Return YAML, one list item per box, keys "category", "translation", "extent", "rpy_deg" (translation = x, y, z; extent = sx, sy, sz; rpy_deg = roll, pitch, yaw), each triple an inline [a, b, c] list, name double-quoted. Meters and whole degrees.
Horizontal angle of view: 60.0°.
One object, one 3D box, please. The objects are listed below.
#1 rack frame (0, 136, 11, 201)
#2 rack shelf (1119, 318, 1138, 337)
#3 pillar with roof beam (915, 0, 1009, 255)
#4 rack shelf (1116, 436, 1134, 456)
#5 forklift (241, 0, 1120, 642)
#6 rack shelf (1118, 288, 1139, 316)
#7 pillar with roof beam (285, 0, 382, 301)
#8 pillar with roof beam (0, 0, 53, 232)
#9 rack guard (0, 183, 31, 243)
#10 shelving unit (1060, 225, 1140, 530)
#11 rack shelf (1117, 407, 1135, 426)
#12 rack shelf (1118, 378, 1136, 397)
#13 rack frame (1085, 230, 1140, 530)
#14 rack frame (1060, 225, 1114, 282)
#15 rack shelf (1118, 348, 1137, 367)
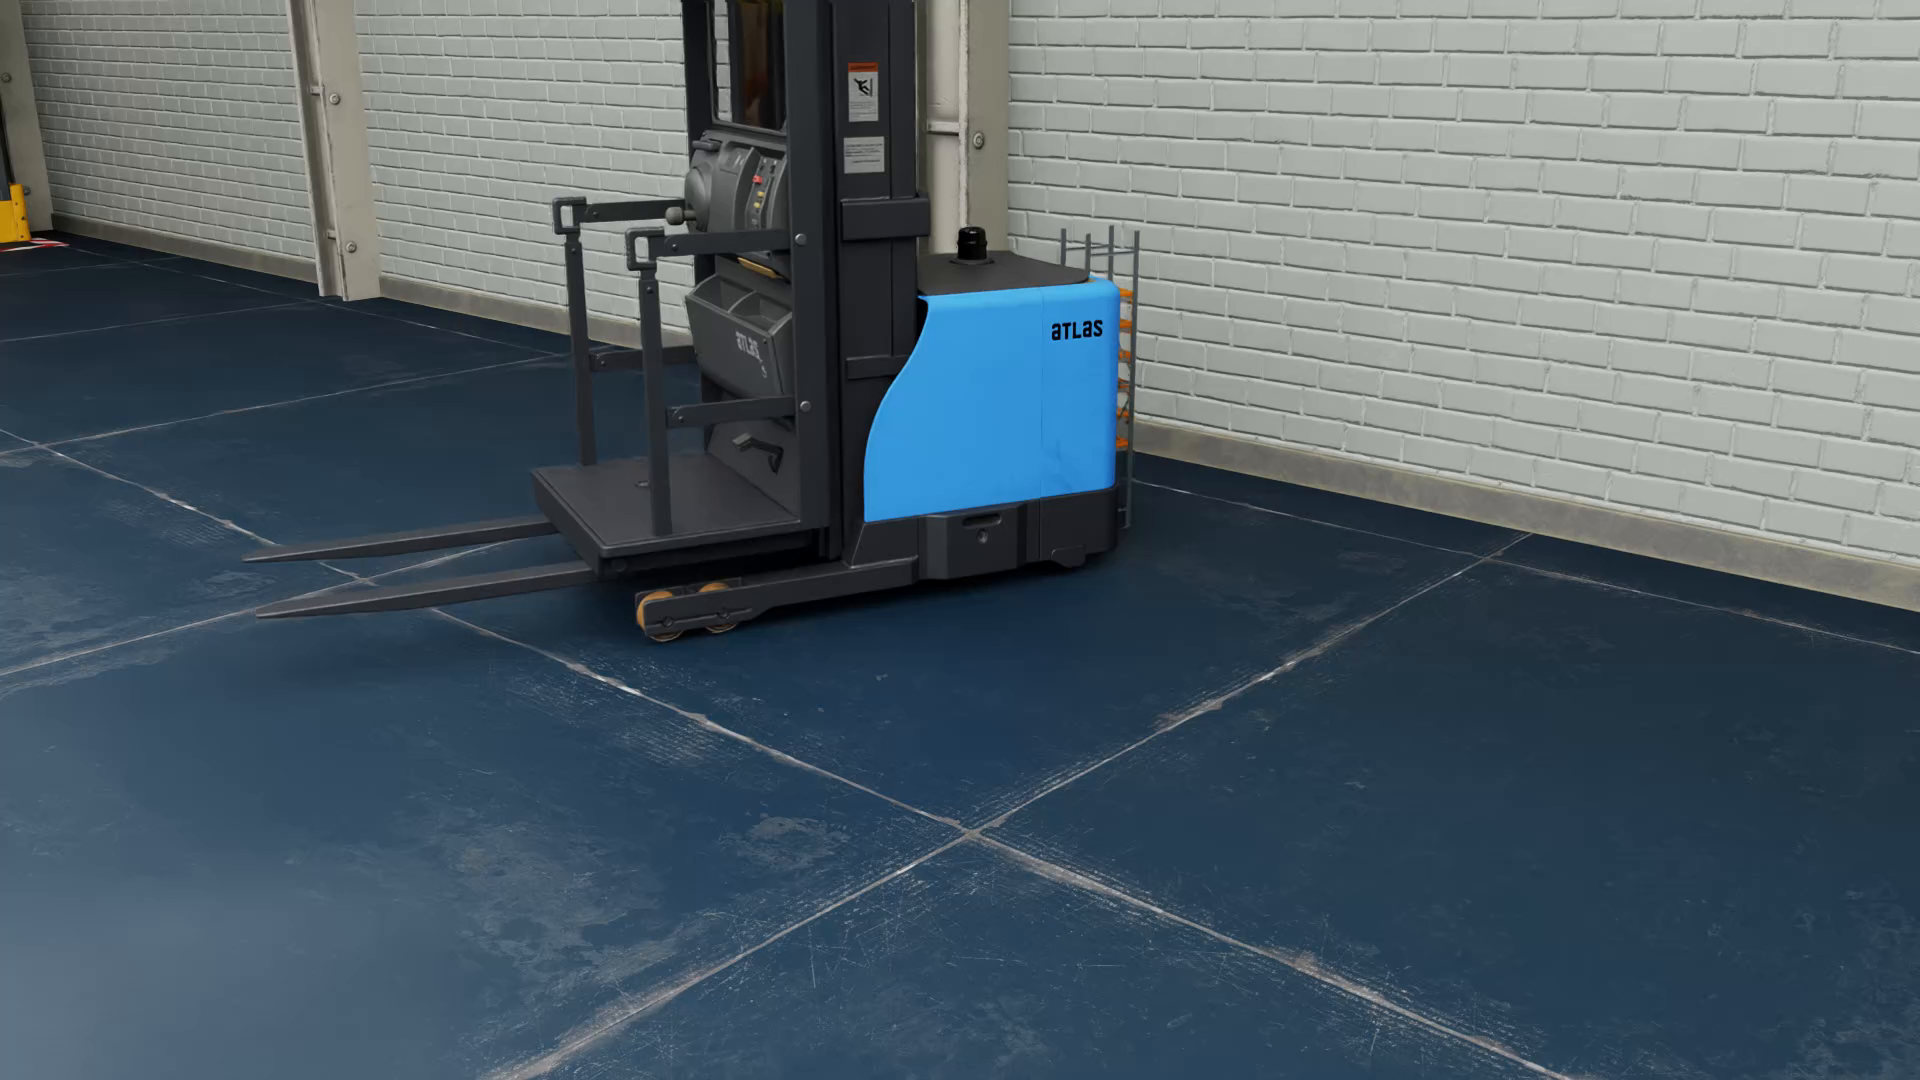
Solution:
- category: "rack frame"
  translation: [-9.065, -4.099, 14.568]
  extent: [0.127, 3.000, 1.000]
  rpy_deg: [15, 23, 39]
- category: "rack shelf"
  translation: [0.542, -0.816, 6.551]
  extent: [0.258, 0.103, 0.180]
  rpy_deg: [-9, 20, -26]
- category: "pillar with roof beam"
  translation: [-2.870, -3.918, 4.082]
  extent: [0.400, 9.000, 9.100]
  rpy_deg: [15, 23, 39]
- category: "rack shelf"
  translation: [0.542, -0.358, 6.697]
  extent: [0.258, 0.103, 0.180]
  rpy_deg: [-9, 20, -26]
- category: "forklift"
  translation: [-0.958, -1.240, 5.674]
  extent: [3.031, 2.935, 1.130]
  rpy_deg: [-8, 19, -25]
- category: "rack shelf"
  translation: [0.542, -0.930, 6.515]
  extent: [0.258, 0.103, 0.180]
  rpy_deg: [-9, 20, -26]
- category: "pillar with roof beam"
  translation: [-7.358, -5.123, 7.878]
  extent: [0.400, 9.000, 9.100]
  rpy_deg: [15, 23, 39]
- category: "pillar with roof beam"
  translation: [-11.845, -6.328, 11.674]
  extent: [0.400, 9.000, 9.100]
  rpy_deg: [15, 23, 39]
- category: "rack guard"
  translation: [-9.047, -2.902, 14.931]
  extent: [0.348, 0.500, 1.175]
  rpy_deg: [15, 23, 39]
- category: "shelving unit"
  translation: [0.542, -0.629, 6.611]
  extent: [0.258, 1.200, 0.189]
  rpy_deg: [-9, 20, -26]
- category: "rack shelf"
  translation: [0.542, -0.472, 6.660]
  extent: [0.258, 0.103, 0.180]
  rpy_deg: [-9, 20, -26]
- category: "rack shelf"
  translation: [0.542, -0.587, 6.624]
  extent: [0.258, 0.103, 0.180]
  rpy_deg: [-9, 20, -26]
- category: "rack frame"
  translation: [0.584, -0.605, 6.533]
  extent: [0.240, 1.200, 0.006]
  rpy_deg: [-9, 20, -26]
- category: "rack frame"
  translation: [0.500, -0.654, 6.688]
  extent: [0.240, 1.200, 0.006]
  rpy_deg: [-9, 20, -26]
- category: "rack shelf"
  translation: [0.542, -0.701, 6.588]
  extent: [0.258, 0.103, 0.180]
  rpy_deg: [-9, 20, -26]
